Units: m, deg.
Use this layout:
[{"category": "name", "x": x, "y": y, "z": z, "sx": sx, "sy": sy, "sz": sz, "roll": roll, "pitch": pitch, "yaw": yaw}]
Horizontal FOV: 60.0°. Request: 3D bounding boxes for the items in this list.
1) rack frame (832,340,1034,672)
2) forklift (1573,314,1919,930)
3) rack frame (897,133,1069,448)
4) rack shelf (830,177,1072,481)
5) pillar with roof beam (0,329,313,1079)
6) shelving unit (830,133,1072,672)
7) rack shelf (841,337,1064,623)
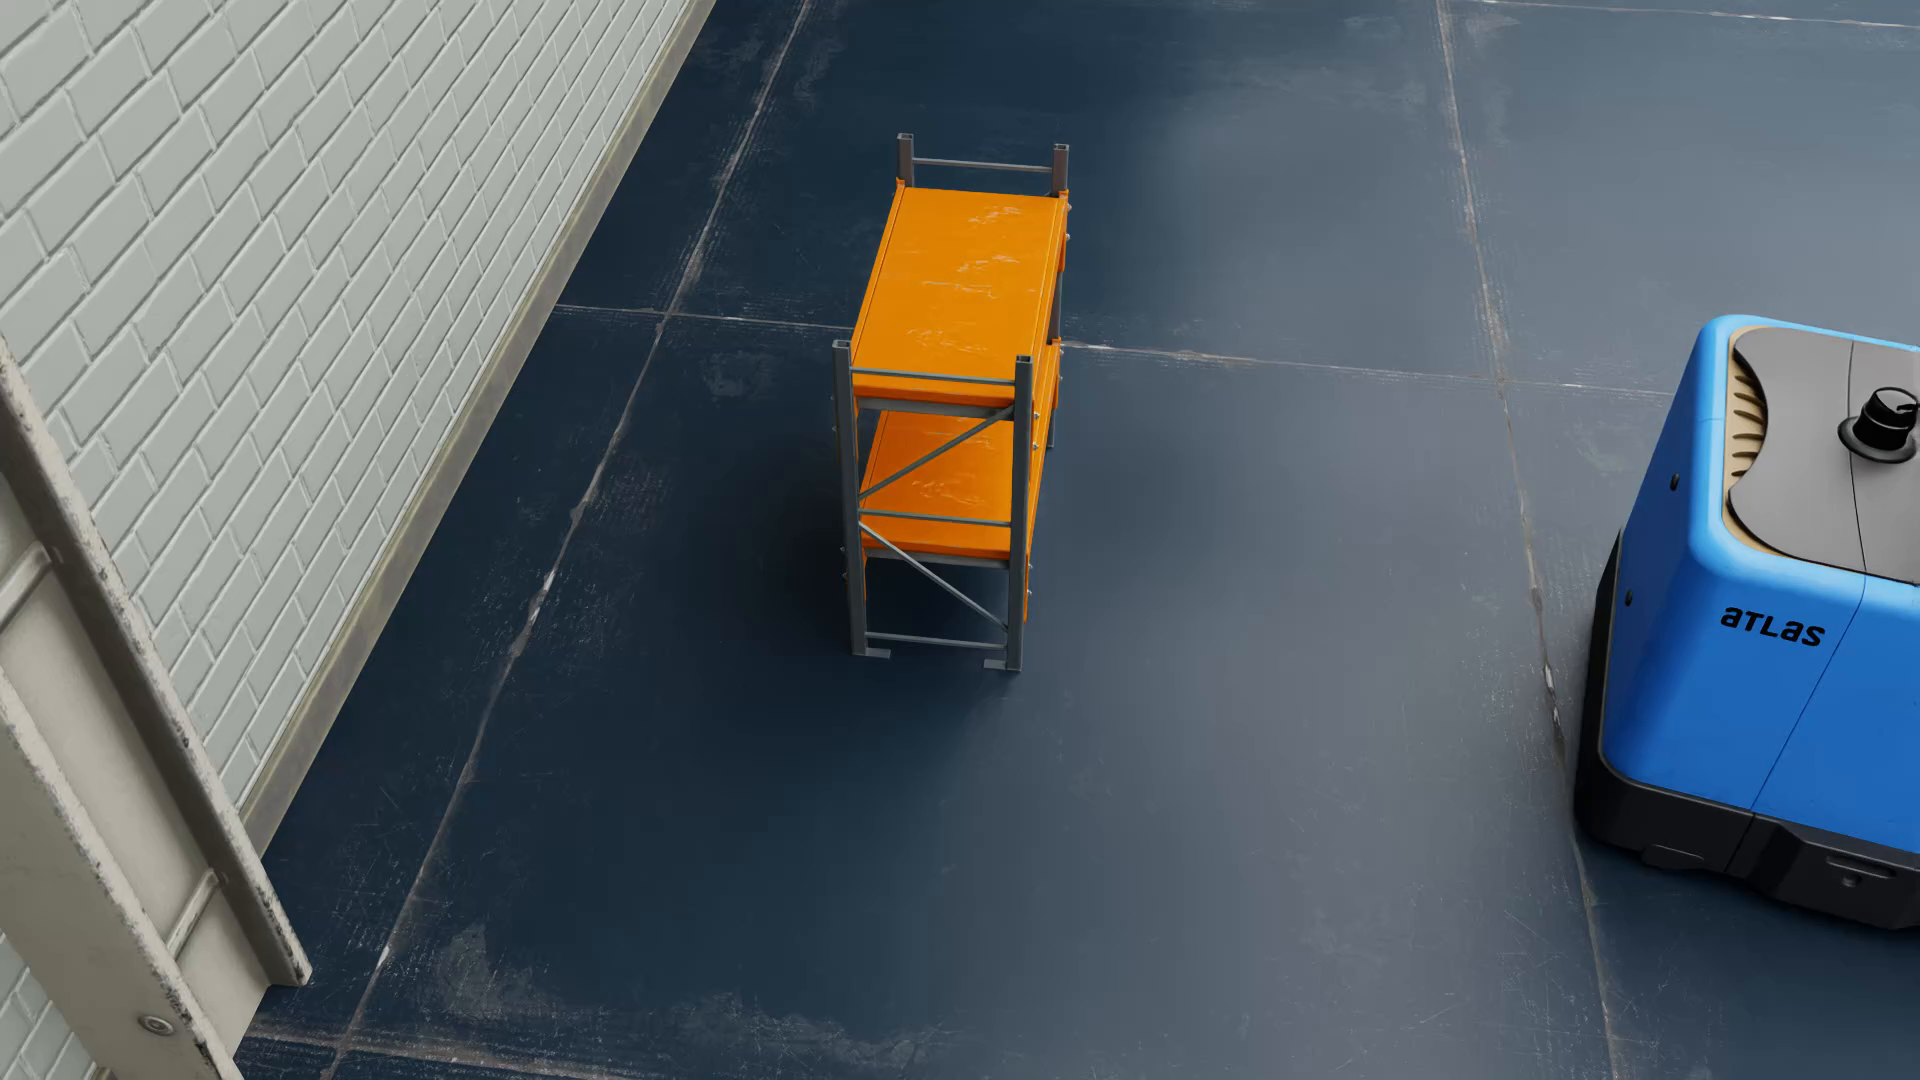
[{"category": "rack frame", "x": -0.068, "y": -0.057, "z": 4.492, "sx": 0.500, "sy": 1.125, "sz": 0.032, "roll": 5, "pitch": 44, "yaw": 6}, {"category": "forklift", "x": 3.194, "y": -0.236, "z": 3.368, "sx": 3.031, "sy": 2.935, "sz": 1.130, "roll": 14, "pitch": 45, "yaw": 14}, {"category": "rack frame", "x": 0.066, "y": -0.750, "z": 5.224, "sx": 0.500, "sy": 1.125, "sz": 0.032, "roll": 5, "pitch": 44, "yaw": 6}, {"category": "rack shelf", "x": -0.001, "y": -0.616, "z": 4.657, "sx": 0.538, "sy": 0.278, "sz": 1.000, "roll": 5, "pitch": 44, "yaw": 6}, {"category": "pillar with roof beam", "x": 2.484, "y": -1.695, "z": 0.496, "sx": 9.100, "sy": 9.000, "sz": 0.400, "roll": 5, "pitch": 44, "yaw": 6}, {"category": "shelving unit", "x": -0.001, "y": -0.404, "z": 4.858, "sx": 0.538, "sy": 1.125, "sz": 1.048, "roll": 5, "pitch": 44, "yaw": 6}, {"category": "rack shelf", "x": -0.001, "y": -0.226, "z": 5.026, "sx": 0.538, "sy": 0.278, "sz": 1.000, "roll": 5, "pitch": 44, "yaw": 6}]
